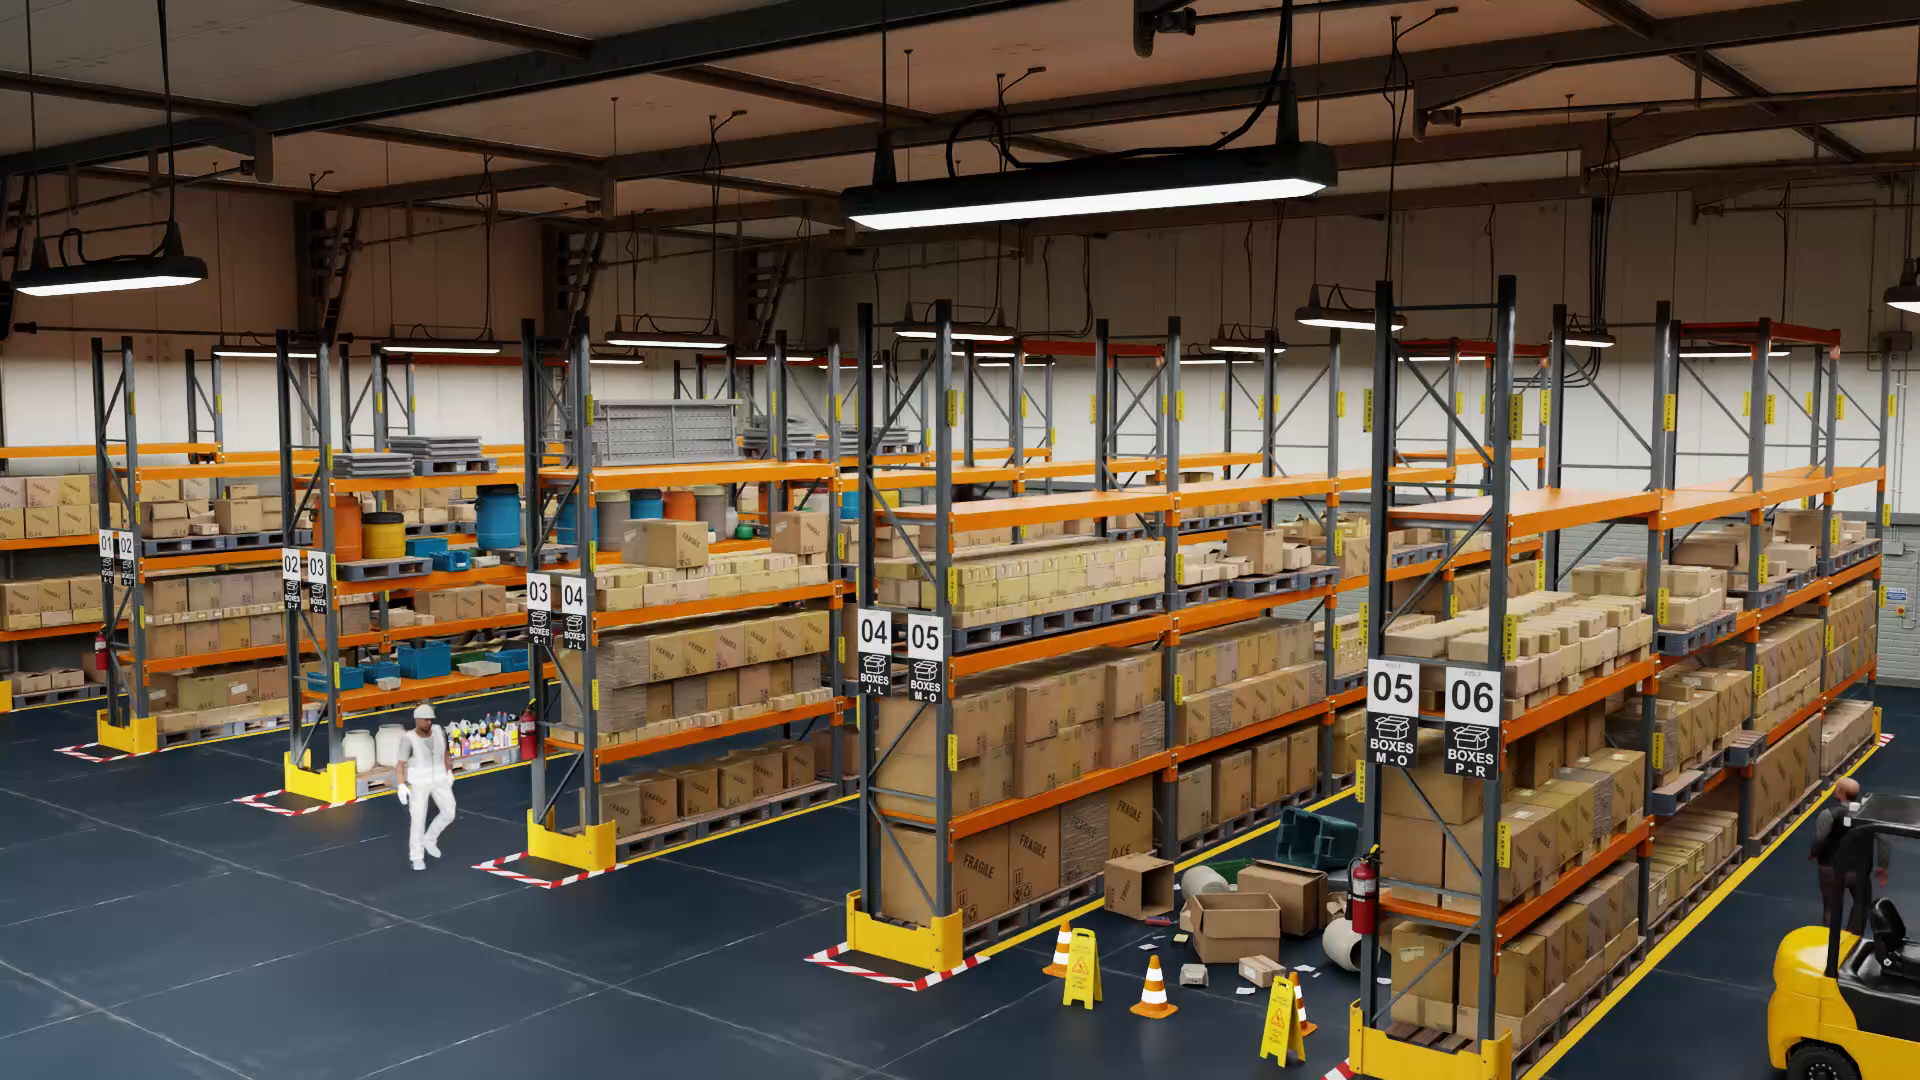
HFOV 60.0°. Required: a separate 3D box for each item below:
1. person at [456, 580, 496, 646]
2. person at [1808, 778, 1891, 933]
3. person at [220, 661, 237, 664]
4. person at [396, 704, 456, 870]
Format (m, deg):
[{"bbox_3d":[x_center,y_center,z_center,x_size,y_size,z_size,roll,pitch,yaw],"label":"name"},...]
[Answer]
[{"bbox_3d":[-9.405,1.460,32.673,1.161,1.732,0.533,-1,5,-7],"label":"person"},{"bbox_3d":[8.027,3.033,15.094,0.706,1.748,0.657,4,7,40],"label":"person"},{"bbox_3d":[-12.452,1.859,28.188,0.447,1.690,0.460,-2,5,-19],"label":"person"},{"bbox_3d":[-5.888,2.689,18.320,0.763,1.784,0.507,-5,7,-43],"label":"person"}]
